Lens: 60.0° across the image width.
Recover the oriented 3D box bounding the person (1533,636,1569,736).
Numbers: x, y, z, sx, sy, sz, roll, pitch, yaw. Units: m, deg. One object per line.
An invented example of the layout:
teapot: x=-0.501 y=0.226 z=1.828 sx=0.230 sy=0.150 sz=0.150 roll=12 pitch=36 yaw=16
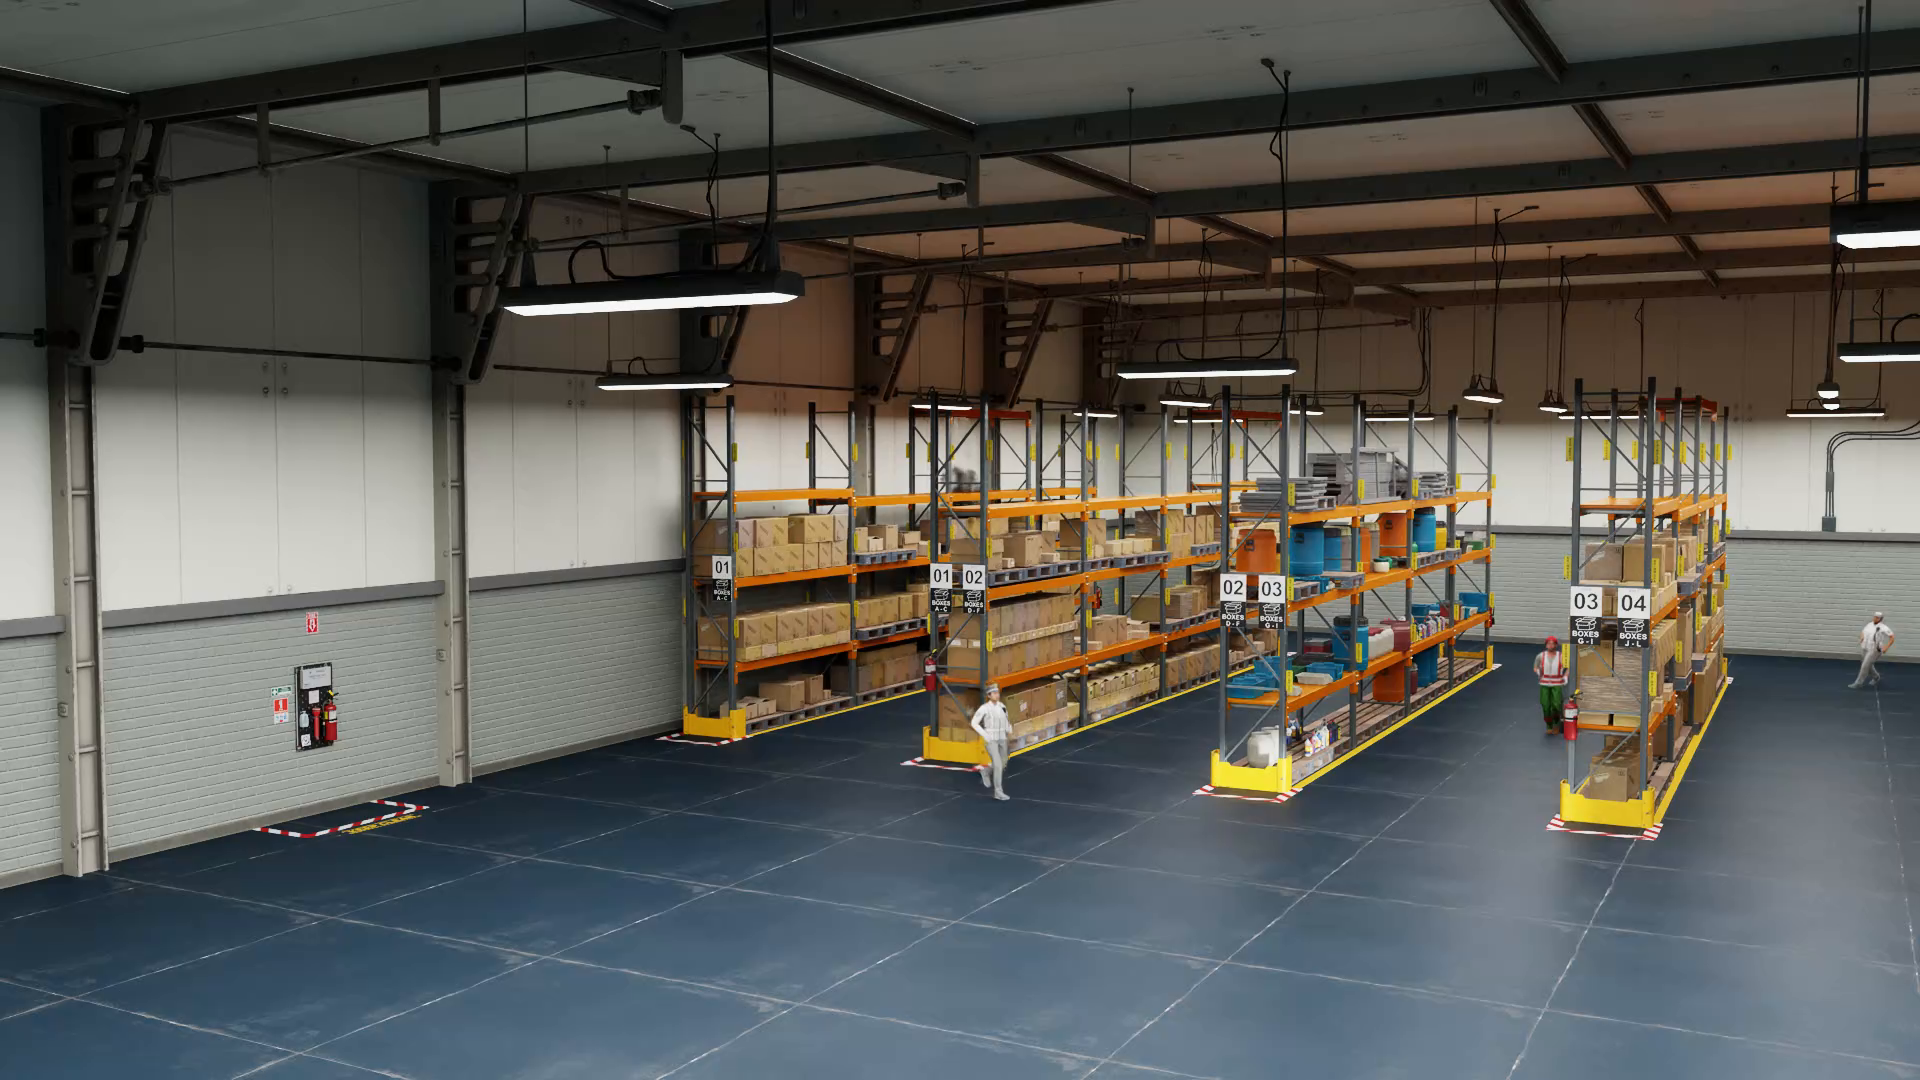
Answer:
person: x=10.396 y=2.574 z=29.232 sx=0.639 sy=1.759 sz=0.612 roll=2 pitch=3 yaw=27

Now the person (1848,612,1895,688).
person: x=19.213 y=2.321 z=35.064 sx=0.886 sy=1.607 sz=0.663 roll=-1 pitch=3 yaw=-16

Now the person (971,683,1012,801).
person: x=0.474 y=2.902 z=24.113 sx=0.624 sy=1.654 sz=0.758 roll=-2 pitch=4 yaw=-36
